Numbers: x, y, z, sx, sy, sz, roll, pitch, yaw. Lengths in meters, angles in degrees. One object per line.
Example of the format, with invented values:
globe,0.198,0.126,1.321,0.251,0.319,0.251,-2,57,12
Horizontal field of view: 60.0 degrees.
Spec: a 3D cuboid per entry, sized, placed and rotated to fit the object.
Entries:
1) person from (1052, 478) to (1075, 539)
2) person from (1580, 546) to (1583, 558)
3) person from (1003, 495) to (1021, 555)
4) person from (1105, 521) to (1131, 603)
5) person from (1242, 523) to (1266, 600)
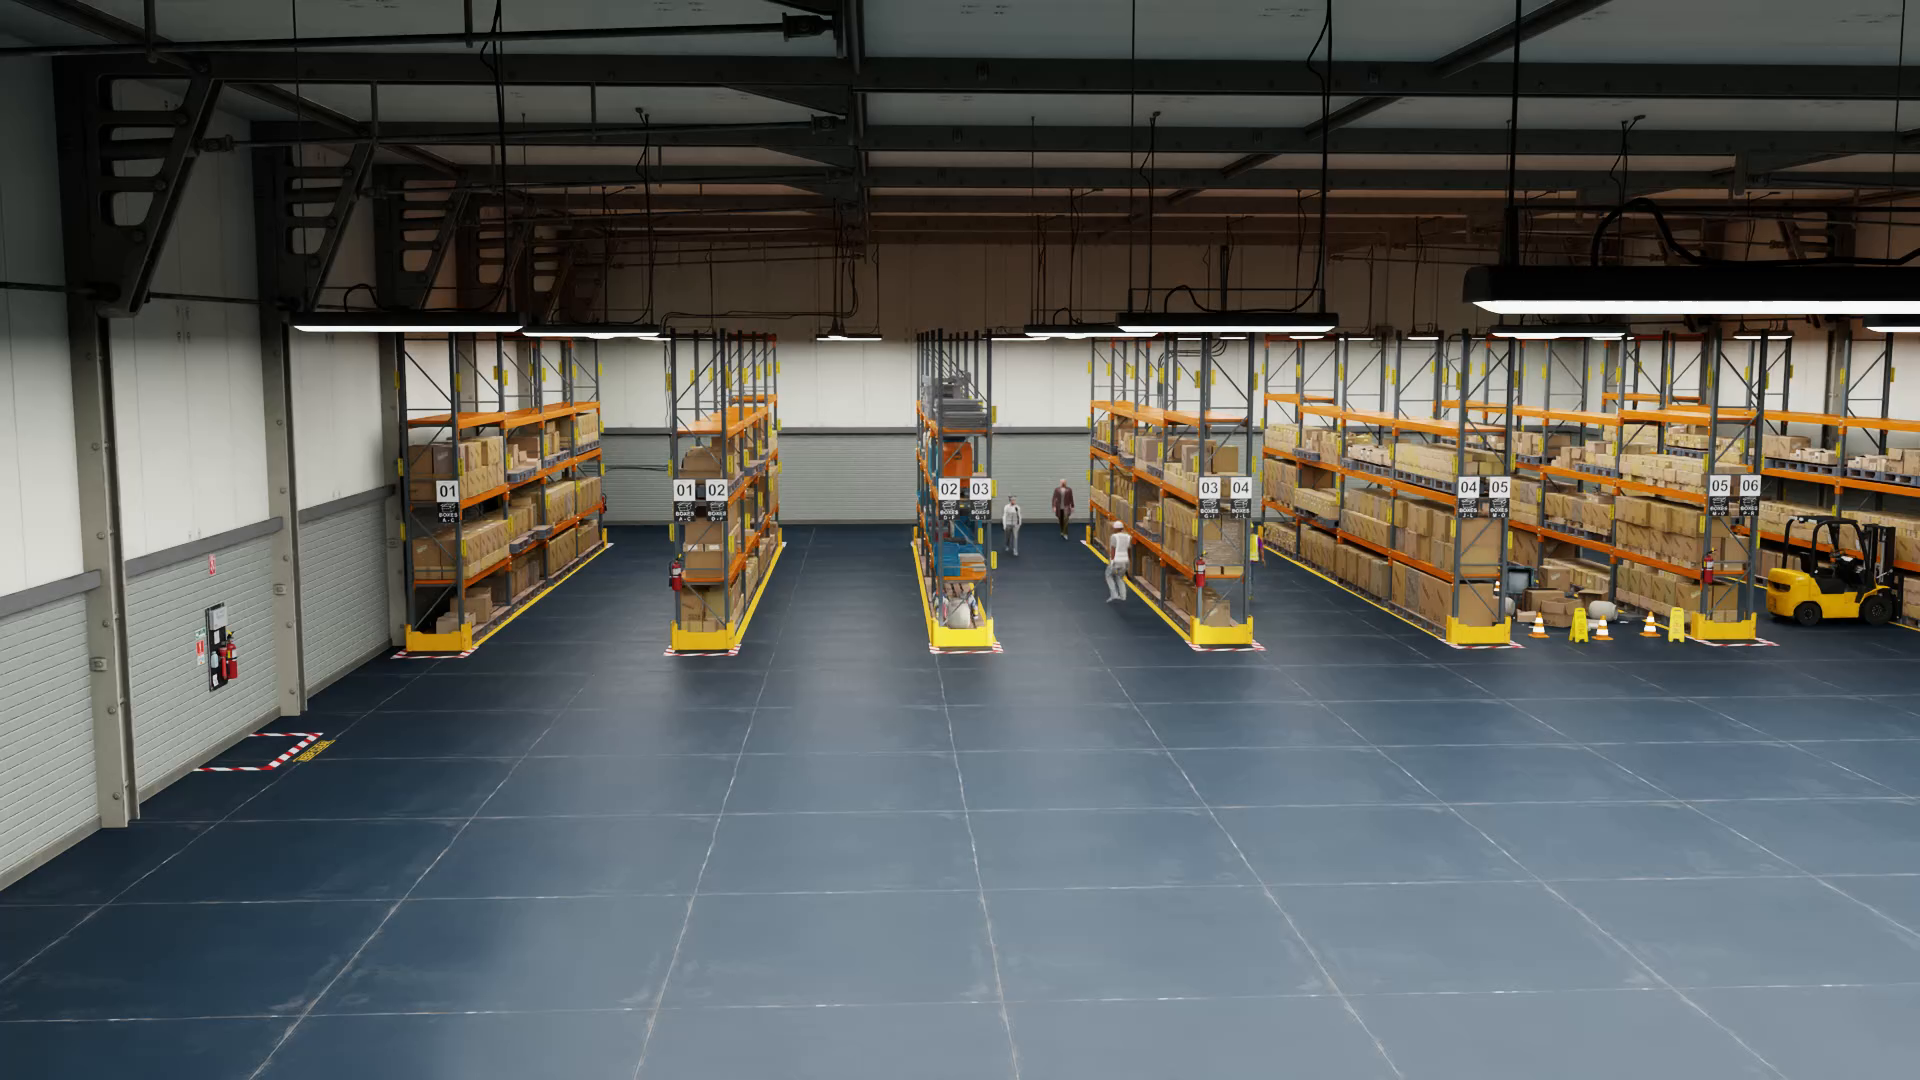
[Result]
person,3.025,-0.939,49.064,0.636,1.748,0.988,2,7,15
person,16.058,-0.192,43.251,0.513,1.707,0.367,-3,8,-27
person,1.418,-0.427,45.200,0.511,1.614,1.049,0,7,-3
person,3.411,0.474,35.479,0.568,1.754,0.540,-2,7,-20
person,6.513,0.466,37.224,0.596,1.719,1.009,-1,7,-7
